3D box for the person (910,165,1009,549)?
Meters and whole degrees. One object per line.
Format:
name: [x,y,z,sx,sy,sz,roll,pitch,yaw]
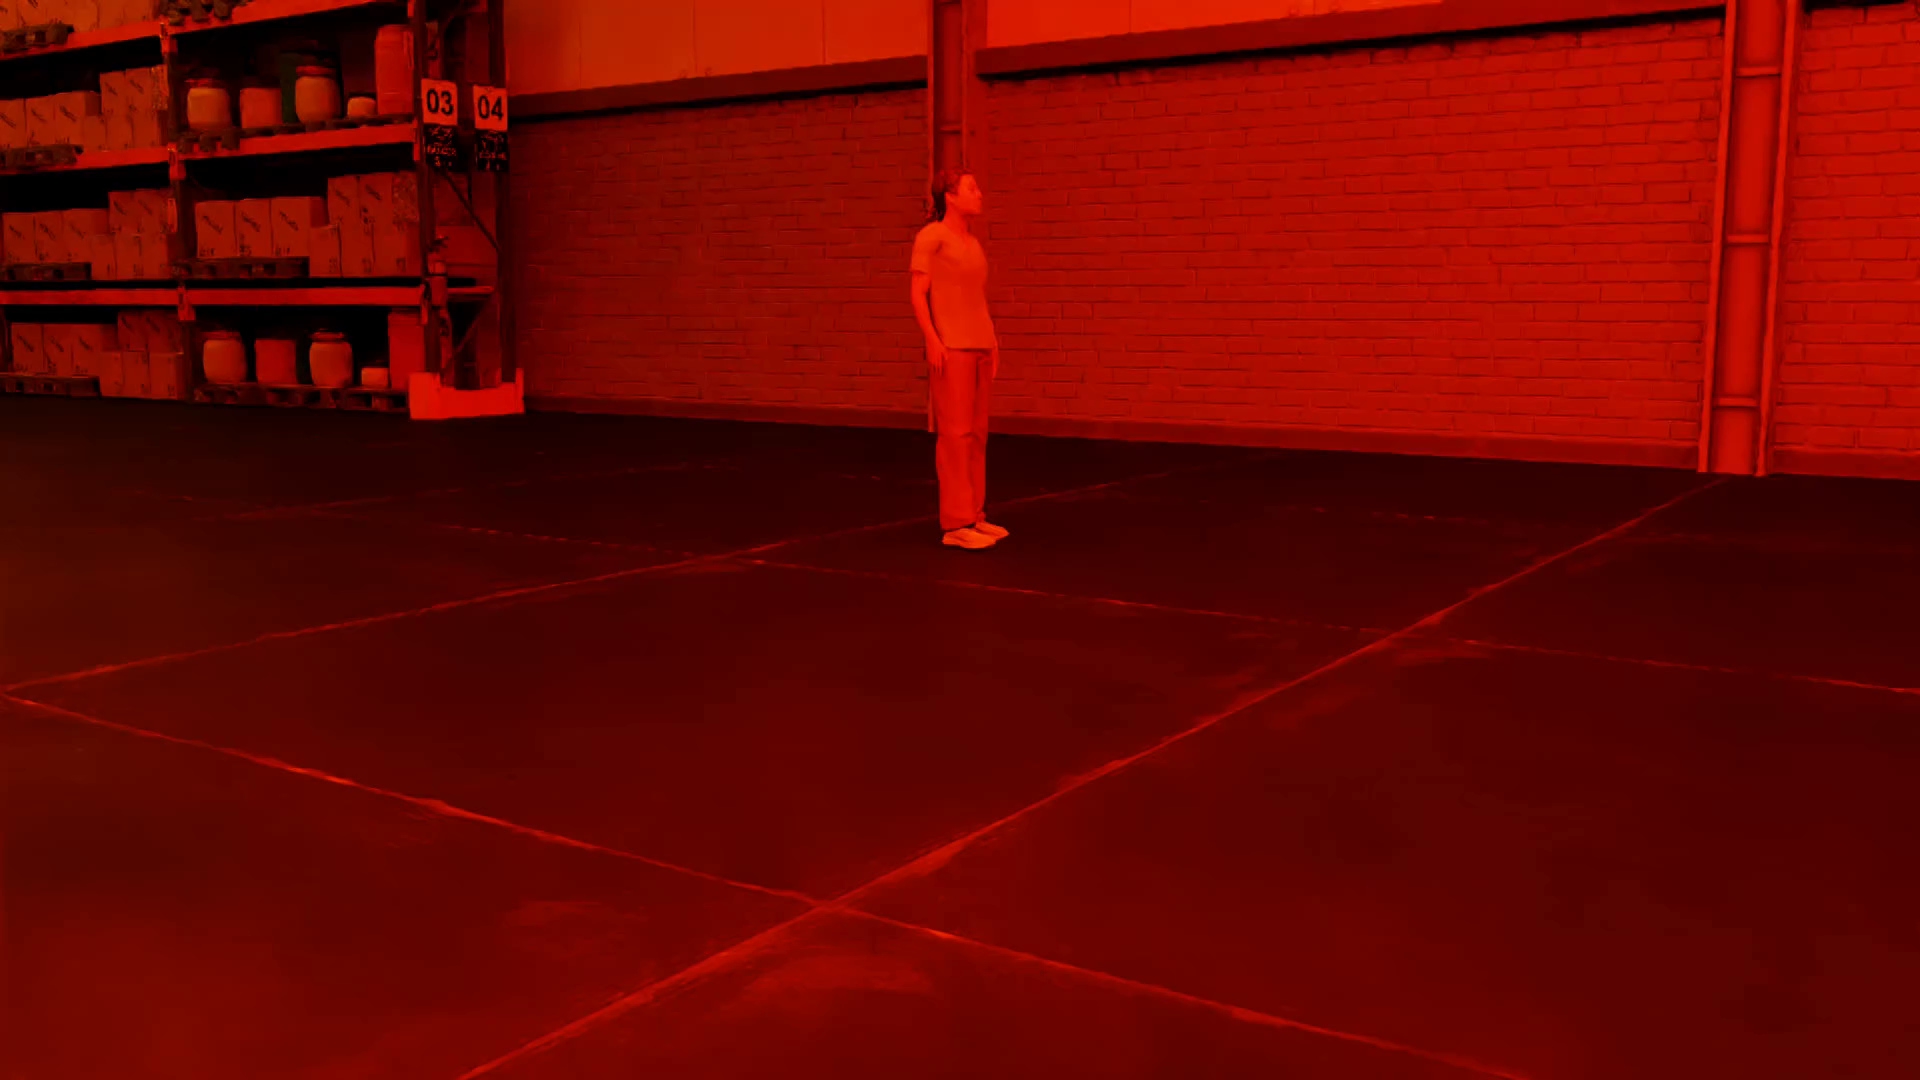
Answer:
person: [0.055,-0.830,7.435,0.548,1.674,0.554,5,10,34]
